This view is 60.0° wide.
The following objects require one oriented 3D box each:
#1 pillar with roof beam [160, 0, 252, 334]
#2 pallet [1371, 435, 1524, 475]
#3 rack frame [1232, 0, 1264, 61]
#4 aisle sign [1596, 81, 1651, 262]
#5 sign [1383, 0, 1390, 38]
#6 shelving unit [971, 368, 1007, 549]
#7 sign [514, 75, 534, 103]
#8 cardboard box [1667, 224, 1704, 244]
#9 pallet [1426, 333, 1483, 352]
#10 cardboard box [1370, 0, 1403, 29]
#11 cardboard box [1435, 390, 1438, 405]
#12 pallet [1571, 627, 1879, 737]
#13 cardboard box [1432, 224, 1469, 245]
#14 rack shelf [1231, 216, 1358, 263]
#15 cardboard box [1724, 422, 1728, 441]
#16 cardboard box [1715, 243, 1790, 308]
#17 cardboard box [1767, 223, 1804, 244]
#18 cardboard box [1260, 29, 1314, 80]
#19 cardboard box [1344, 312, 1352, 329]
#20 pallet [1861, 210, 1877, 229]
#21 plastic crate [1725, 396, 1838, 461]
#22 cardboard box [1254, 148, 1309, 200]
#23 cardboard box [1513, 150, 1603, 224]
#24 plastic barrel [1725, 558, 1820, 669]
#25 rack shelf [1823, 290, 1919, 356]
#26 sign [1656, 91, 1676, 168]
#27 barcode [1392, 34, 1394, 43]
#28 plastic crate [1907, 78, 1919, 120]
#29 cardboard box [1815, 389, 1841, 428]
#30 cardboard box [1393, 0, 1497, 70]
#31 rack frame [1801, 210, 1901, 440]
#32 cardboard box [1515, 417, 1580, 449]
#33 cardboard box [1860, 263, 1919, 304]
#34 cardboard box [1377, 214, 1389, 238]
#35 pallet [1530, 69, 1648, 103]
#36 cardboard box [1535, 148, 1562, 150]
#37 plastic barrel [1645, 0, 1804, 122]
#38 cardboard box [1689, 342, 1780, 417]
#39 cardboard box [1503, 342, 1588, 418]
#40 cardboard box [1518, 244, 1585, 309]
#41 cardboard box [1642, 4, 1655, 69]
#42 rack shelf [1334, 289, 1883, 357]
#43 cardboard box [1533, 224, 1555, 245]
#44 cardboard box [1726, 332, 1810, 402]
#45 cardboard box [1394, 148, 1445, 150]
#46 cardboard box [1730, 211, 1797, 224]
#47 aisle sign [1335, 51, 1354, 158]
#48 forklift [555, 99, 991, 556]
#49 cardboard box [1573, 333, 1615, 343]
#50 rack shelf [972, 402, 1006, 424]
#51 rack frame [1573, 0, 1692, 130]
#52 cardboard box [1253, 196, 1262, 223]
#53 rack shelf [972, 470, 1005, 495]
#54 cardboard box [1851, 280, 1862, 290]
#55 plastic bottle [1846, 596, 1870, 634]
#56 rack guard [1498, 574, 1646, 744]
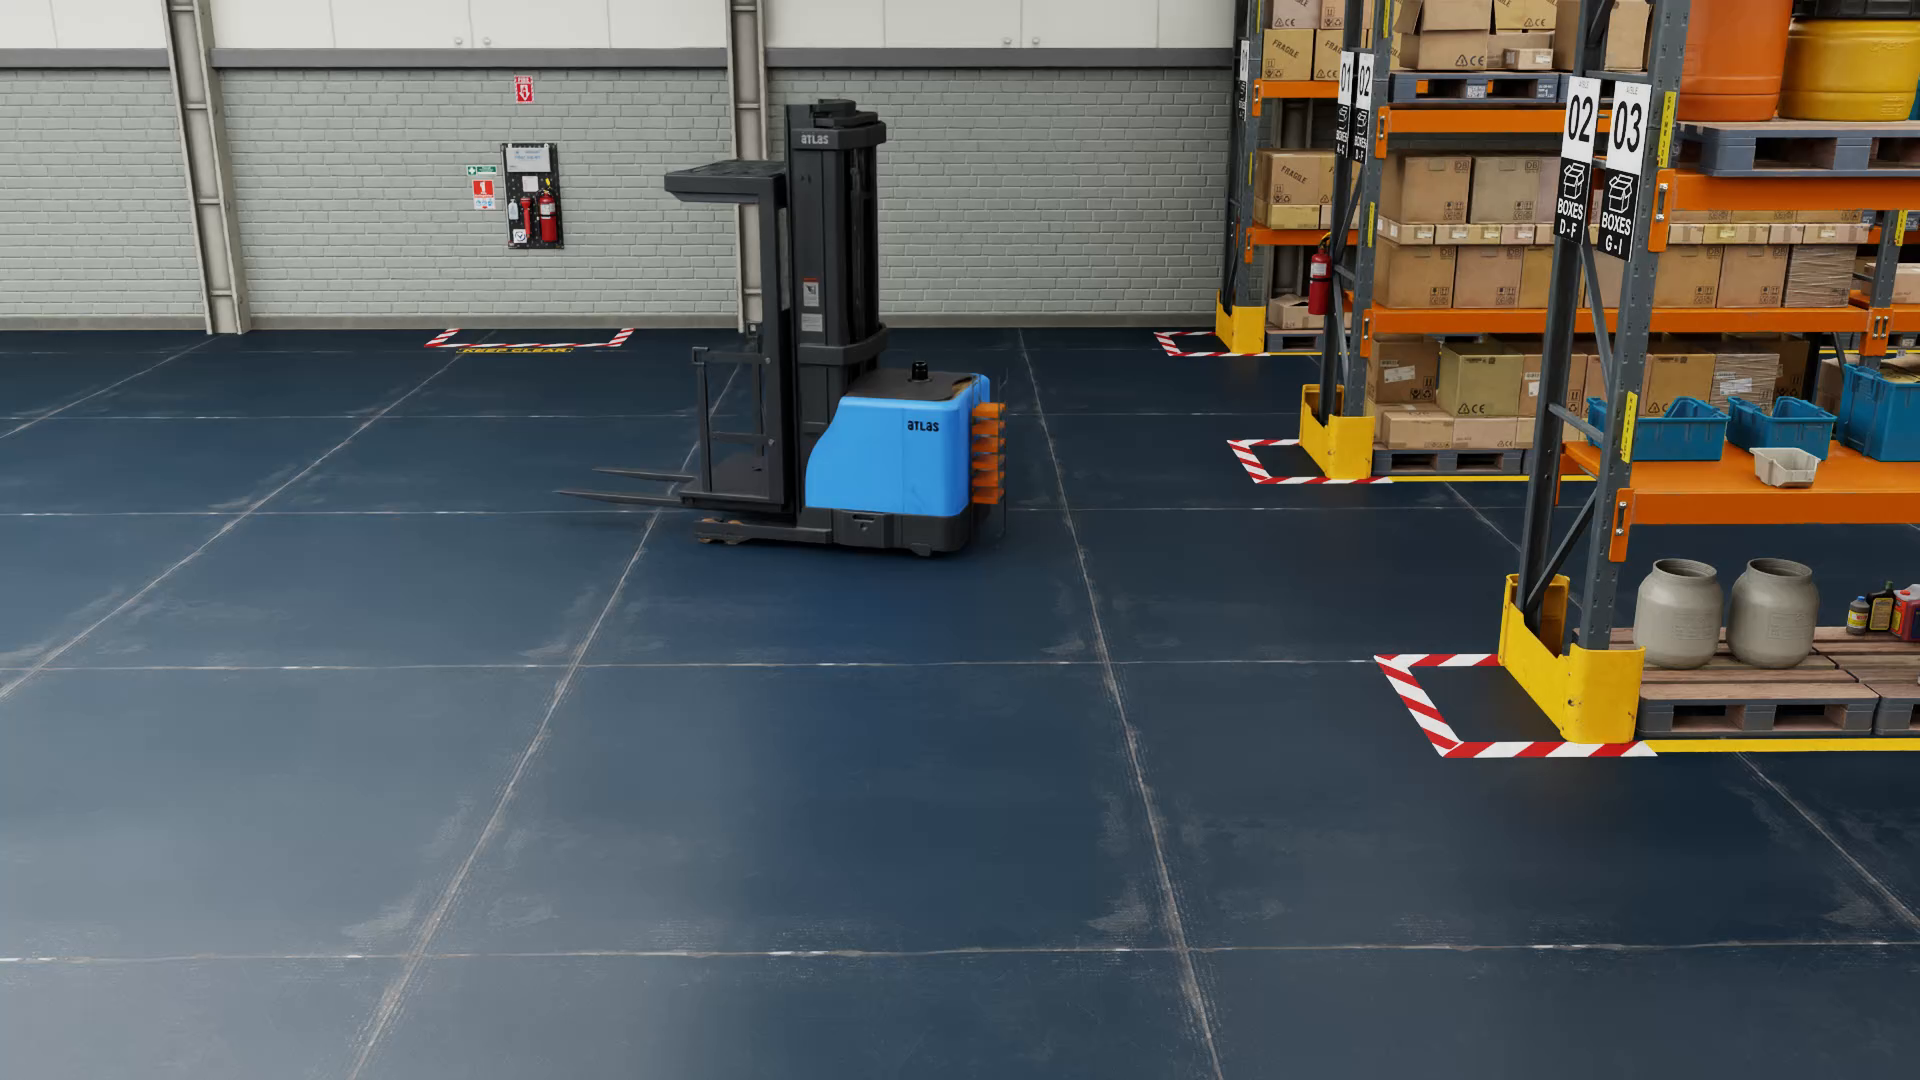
[{"bbox_3d":[-8.252,-5.345,13.479,0.400,9.000,9.100,0,18,-1],"label":"pillar with roof beam"},{"bbox_3d":[3.838,-0.770,13.601,1.213,0.211,1.003,0,18,-1],"label":"pallet"},{"bbox_3d":[2.992,-6.450,16.924,0.127,3.000,1.000,0,18,-1],"label":"rack frame"},{"bbox_3d":[3.081,-1.716,7.731,0.004,0.787,0.394,0,18,-1],"label":"aisle sign"},{"bbox_3d":[3.077,-3.794,11.991,0.005,0.325,0.100,0,18,-1],"label":"sign"},{"bbox_3d":[0.199,-0.553,11.308,0.189,1.200,0.258,5,18,14],"label":"shelving unit"},{"bbox_3d":[-4.802,-4.966,18.324,0.199,0.298,0.001,0,18,-1],"label":"sign"},{"bbox_3d":[5.536,-2.384,12.844,0.250,0.149,0.380,0,18,1],"label":"cardboard box"},{"bbox_3d":[5.098,-2.265,18.261,1.213,0.211,1.003,0,18,-1],"label":"pallet"},{"bbox_3d":[4.396,-5.476,16.963,0.500,0.500,0.500,0,18,1],"label":"cardboard box"},{"bbox_3d":[4.105,-1.071,13.788,0.500,0.250,0.500,0,18,-1],"label":"cardboard box"},{"bbox_3d":[4.036,0.743,8.887,1.213,0.211,1.003,0,18,-1],"label":"pallet"},{"bbox_3d":[3.734,-2.376,12.817,0.250,0.149,0.380,-1,18,-2],"label":"cardboard box"},{"bbox_3d":[4.992,-3.261,17.980,4.000,0.370,1.077,0,18,-1],"label":"rack shelf"},{"bbox_3d":[6.113,-0.923,13.327,0.500,0.250,0.500,0,18,-1],"label":"cardboard box"},{"bbox_3d":[6.103,-2.139,13.142,0.500,0.500,0.700,0,18,-1],"label":"cardboard box"},{"bbox_3d":[6.296,-2.387,12.853,0.250,0.149,0.380,-1,18,-2],"label":"cardboard box"},{"bbox_3d":[3.331,-5.005,17.131,0.500,0.500,0.500,0,18,1],"label":"cardboard box"},{"bbox_3d":[4.255,-2.502,18.117,0.500,0.311,0.500,1,18,4],"label":"cardboard box"},{"bbox_3d":[9.013,-3.519,17.921,1.213,0.211,1.003,0,18,-1],"label":"pallet"},{"bbox_3d":[4.294,-0.592,8.727,0.408,0.251,0.499,0,18,-1],"label":"plastic crate"},{"bbox_3d":[3.460,-3.956,17.955,0.500,0.500,0.500,0,18,-1],"label":"cardboard box"},{"bbox_3d":[4.624,-2.752,12.927,0.500,0.500,0.700,0,18,-1],"label":"cardboard box"},{"bbox_3d":[4.307,0.388,8.814,0.421,0.512,0.421,0,18,0],"label":"plastic barrel"},{"bbox_3d":[9.073,-1.767,13.324,4.000,0.370,1.077,0,18,-1],"label":"rack shelf"},{"bbox_3d":[3.153,-1.833,7.424,0.005,0.325,0.100,0,18,-1],"label":"sign"},{"bbox_3d":[3.368,-3.934,13.041,0.075,0.075,0.001,0,18,-1],"label":"barcode"},{"bbox_3d":[5.051,-2.090,8.267,0.575,0.384,0.392,0,18,-1],"label":"plastic crate"},{"bbox_3d":[7.484,-1.081,13.822,0.500,0.250,0.500,0,18,-1],"label":"cardboard box"},{"bbox_3d":[3.649,-3.827,12.569,0.637,0.503,0.797,1,18,3],"label":"cardboard box"},{"bbox_3d":[7.074,-2.100,13.184,0.127,3.000,1.000,0,18,-1],"label":"rack frame"},{"bbox_3d":[4.614,-0.912,13.294,0.500,0.250,0.500,0,18,-1],"label":"cardboard box"},{"bbox_3d":[7.565,-2.045,13.256,0.500,0.250,0.500,1,18,3],"label":"cardboard box"},{"bbox_3d":[3.453,-2.497,13.197,0.250,0.149,0.380,-1,18,-2],"label":"cardboard box"},{"bbox_3d":[5.004,-3.469,12.686,1.213,0.211,1.003,0,18,-1],"label":"pallet"},{"bbox_3d":[6.518,-3.970,17.997,0.500,0.500,0.500,-1,18,-2],"label":"cardboard box"},{"bbox_3d":[3.632,-2.442,7.948,0.708,0.830,0.600,0,18,-1],"label":"plastic barrel"},{"bbox_3d":[6.113,-1.280,13.214,0.500,0.500,0.500,0,18,-1],"label":"cardboard box"},{"bbox_3d":[4.613,-1.273,13.190,0.500,0.500,0.500,0,18,-1],"label":"cardboard box"},{"bbox_3d":[4.563,-2.132,13.118,0.500,0.500,0.700,0,18,0],"label":"cardboard box"},{"bbox_3d":[5.425,-3.875,12.720,0.637,0.503,0.797,2,18,5],"label":"cardboard box"},{"bbox_3d":[5.074,-1.748,13.264,4.000,0.370,1.077,0,18,-1],"label":"rack shelf"},{"bbox_3d":[4.502,-2.379,12.827,0.250,0.149,0.380,-1,18,-3],"label":"cardboard box"},{"bbox_3d":[6.605,-1.441,13.716,0.500,0.500,0.500,0,18,-1],"label":"cardboard box"},{"bbox_3d":[4.984,-3.962,17.972,0.500,0.500,0.500,0,18,0],"label":"cardboard box"},{"bbox_3d":[6.125,-2.759,12.949,0.500,0.500,0.700,0,18,-1],"label":"cardboard box"},{"bbox_3d":[3.004,-3.408,13.005,0.004,0.787,0.394,0,18,-1],"label":"aisle sign"},{"bbox_3d":[-1.353,-1.512,11.464,3.031,2.935,1.130,5,18,14],"label":"forklift"},{"bbox_3d":[5.105,-1.433,13.692,0.500,0.500,0.500,0,18,-1],"label":"cardboard box"},{"bbox_3d":[0.199,-0.854,11.212,0.180,0.103,0.258,5,18,14],"label":"rack shelf"},{"bbox_3d":[3.149,-3.425,7.491,0.127,3.000,1.000,0,18,-1],"label":"rack frame"},{"bbox_3d":[3.457,-3.593,18.052,0.500,0.250,0.500,0,18,0],"label":"cardboard box"},{"bbox_3d":[0.199,-0.397,11.359,0.180,0.103,0.258,5,18,14],"label":"rack shelf"},{"bbox_3d":[9.755,-2.665,18.317,0.500,0.500,0.700,0,18,-1],"label":"cardboard box"},{"bbox_3d":[4.978,0.412,9.213,0.097,0.201,0.097,0,18,0],"label":"plastic bottle"},{"bbox_3d":[3.224,0.607,8.835,0.348,0.500,1.175,0,18,-1],"label":"rack guard"}]
